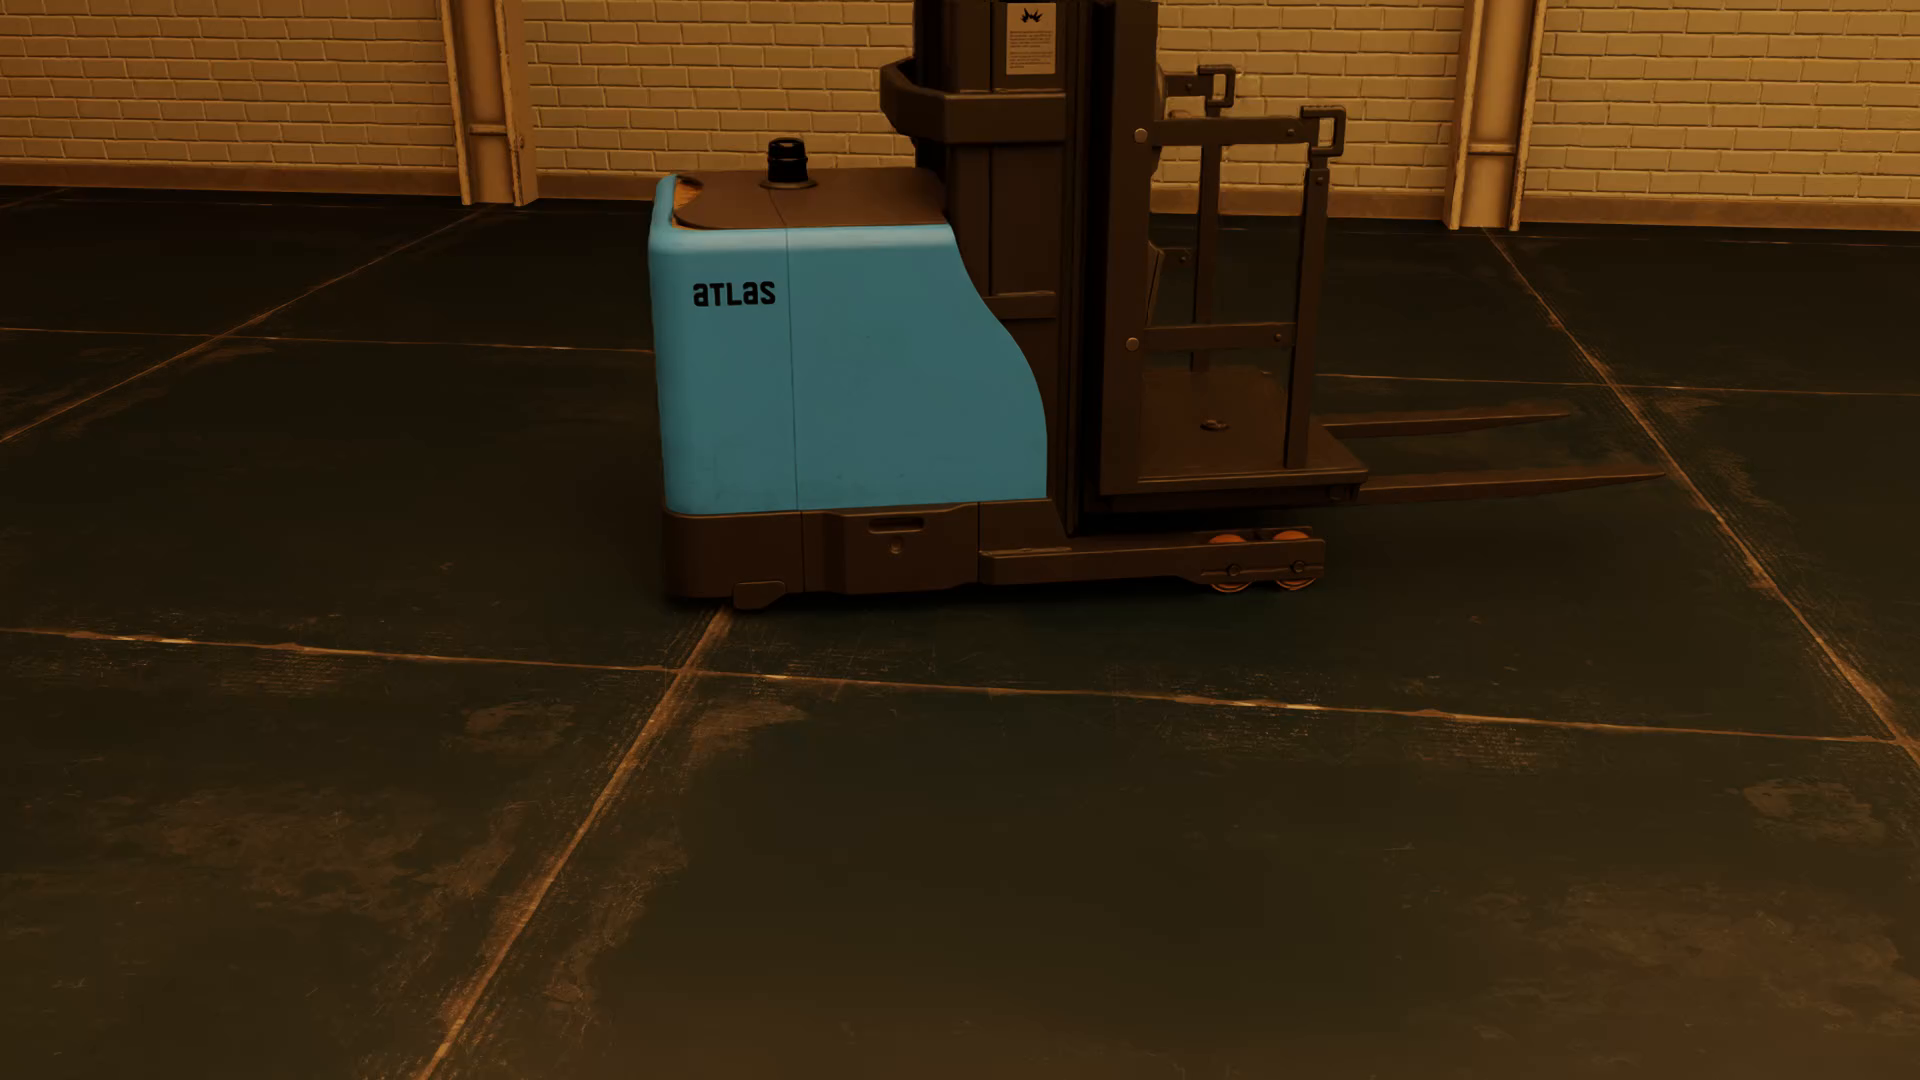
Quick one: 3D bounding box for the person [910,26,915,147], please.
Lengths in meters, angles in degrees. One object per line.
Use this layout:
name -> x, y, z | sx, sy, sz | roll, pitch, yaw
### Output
person -> -0.050, -1.923, 7.748 | 0.373, 1.651, 0.499 | -4, 22, -10

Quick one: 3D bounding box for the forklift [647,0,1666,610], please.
forklift -> 0.617, -1.400, 4.730 | 3.031, 2.935, 1.130 | -3, 22, -8
